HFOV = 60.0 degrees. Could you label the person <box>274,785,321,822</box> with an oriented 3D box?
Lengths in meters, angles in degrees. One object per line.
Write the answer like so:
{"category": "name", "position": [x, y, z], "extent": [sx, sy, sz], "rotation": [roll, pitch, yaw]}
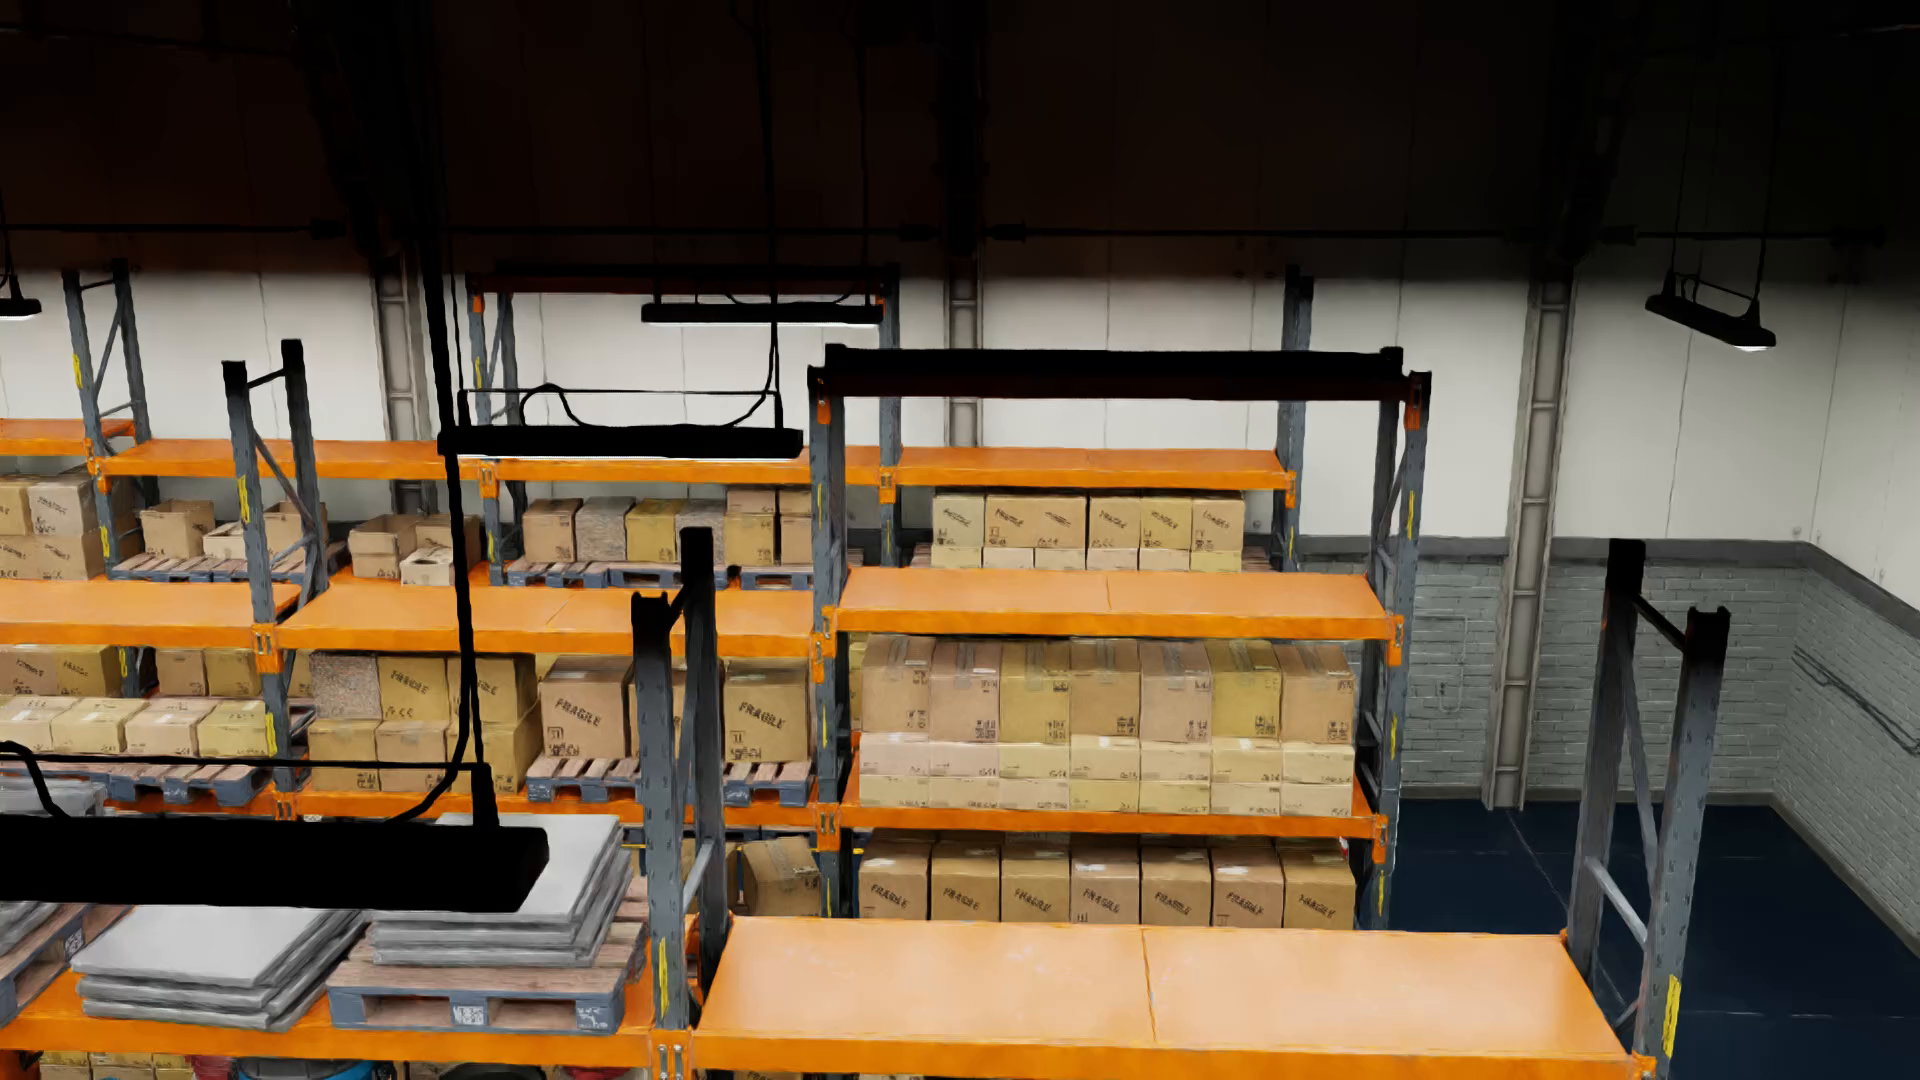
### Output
{"category": "person", "position": [-6.145, 2.961, 15.519], "extent": [0.991, 1.606, 0.493], "rotation": [0, 16, 1]}
